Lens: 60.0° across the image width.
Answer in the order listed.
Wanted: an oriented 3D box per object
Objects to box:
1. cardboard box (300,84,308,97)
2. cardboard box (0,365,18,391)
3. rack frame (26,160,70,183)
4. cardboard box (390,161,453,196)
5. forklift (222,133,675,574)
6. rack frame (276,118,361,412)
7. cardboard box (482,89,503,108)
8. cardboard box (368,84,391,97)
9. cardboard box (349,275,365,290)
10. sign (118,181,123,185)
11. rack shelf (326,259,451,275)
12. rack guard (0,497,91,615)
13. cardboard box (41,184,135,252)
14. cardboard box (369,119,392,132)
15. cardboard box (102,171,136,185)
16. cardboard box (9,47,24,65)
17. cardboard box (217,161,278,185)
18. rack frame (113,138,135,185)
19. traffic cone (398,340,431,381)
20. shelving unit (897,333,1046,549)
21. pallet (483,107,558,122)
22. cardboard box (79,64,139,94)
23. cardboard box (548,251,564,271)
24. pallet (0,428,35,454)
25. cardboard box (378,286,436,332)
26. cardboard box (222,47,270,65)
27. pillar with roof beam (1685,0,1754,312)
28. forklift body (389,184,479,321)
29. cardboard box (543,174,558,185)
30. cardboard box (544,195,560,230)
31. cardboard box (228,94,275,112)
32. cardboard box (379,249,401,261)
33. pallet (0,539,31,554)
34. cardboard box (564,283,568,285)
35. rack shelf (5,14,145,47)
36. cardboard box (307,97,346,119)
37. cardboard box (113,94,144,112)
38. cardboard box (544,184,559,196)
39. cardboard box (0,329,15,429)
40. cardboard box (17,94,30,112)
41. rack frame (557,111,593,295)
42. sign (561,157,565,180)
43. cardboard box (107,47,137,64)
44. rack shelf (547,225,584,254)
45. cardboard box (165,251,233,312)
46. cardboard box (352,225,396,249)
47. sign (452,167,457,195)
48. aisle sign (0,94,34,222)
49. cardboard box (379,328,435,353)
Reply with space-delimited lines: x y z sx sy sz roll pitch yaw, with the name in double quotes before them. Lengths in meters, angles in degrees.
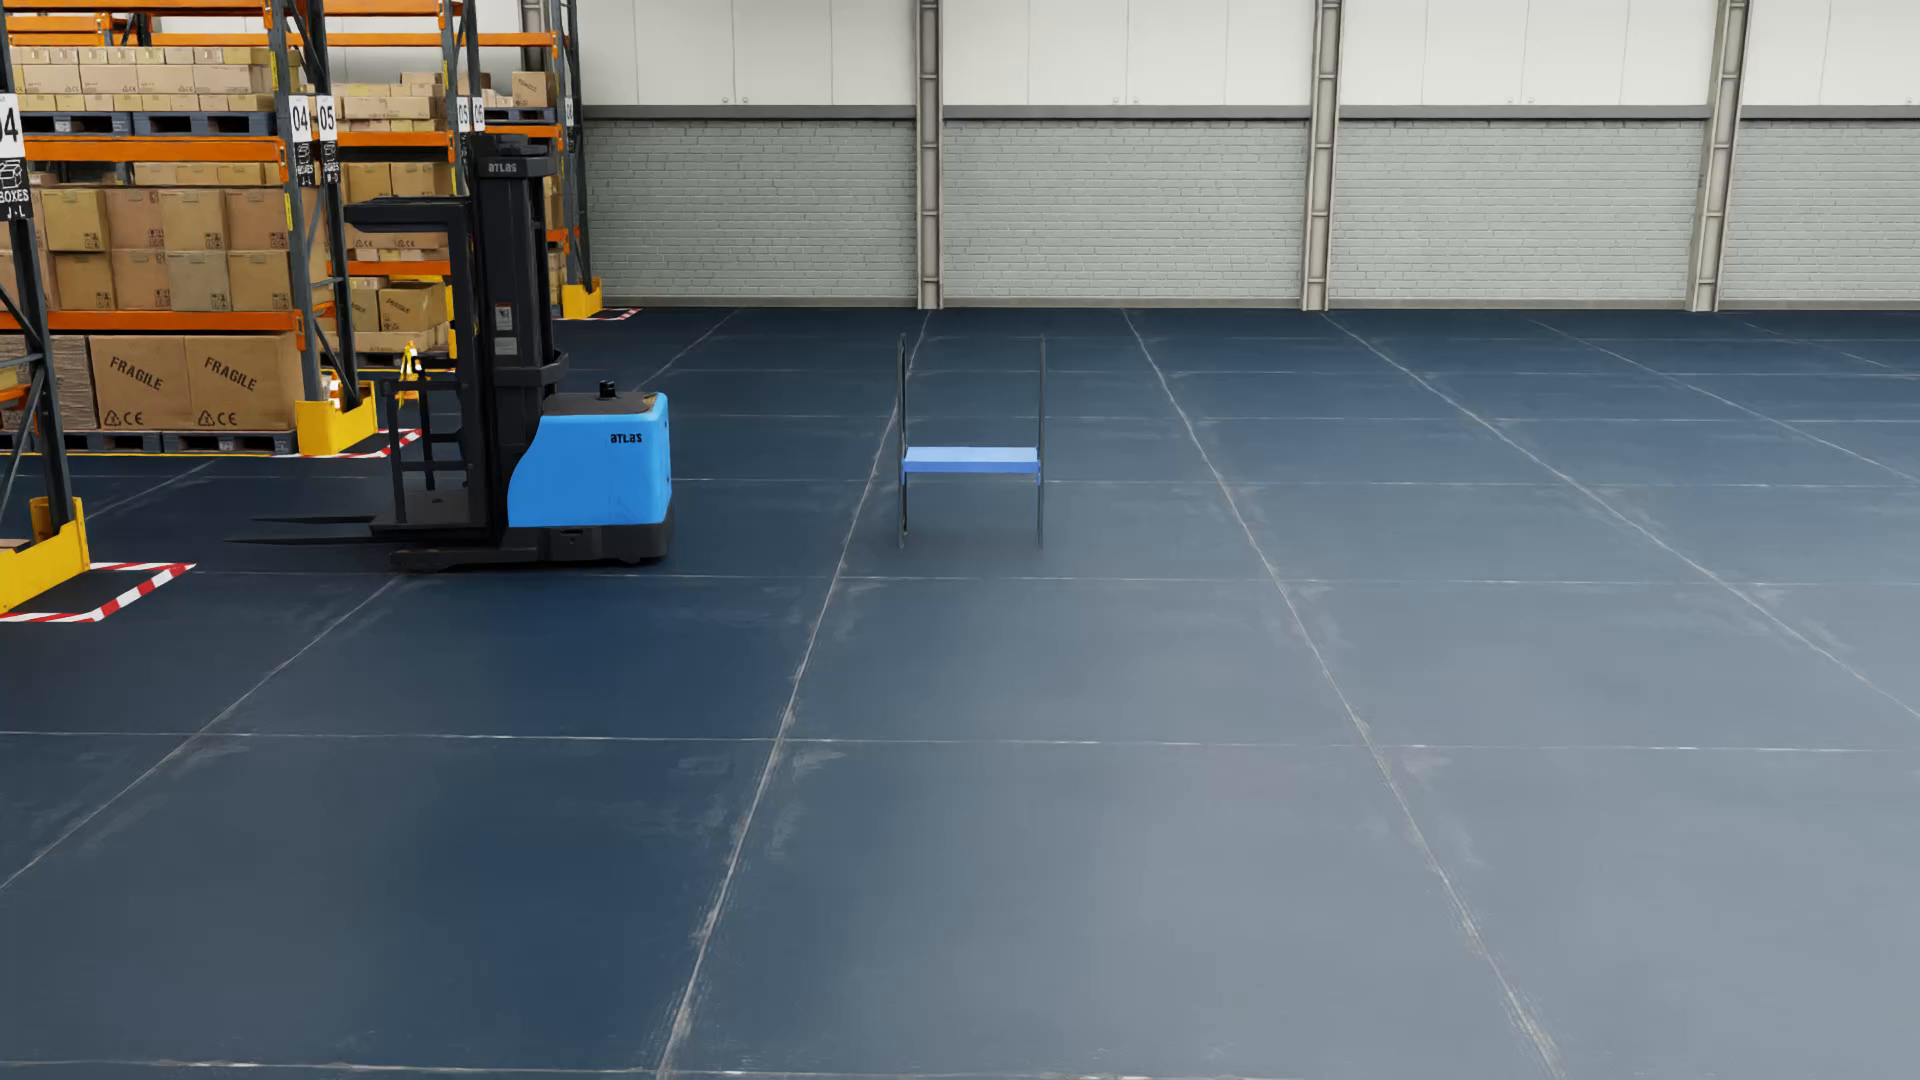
"cardboard box" -7.790 -5.284 19.538 0.250 0.149 0.380 1 15 3
"cardboard box" -6.442 -1.055 10.953 0.250 0.149 0.380 0 15 1
"rack frame" -13.785 -4.959 25.258 0.127 3.000 1.000 0 15 1
"cardboard box" -6.427 -4.265 19.885 0.500 0.500 0.700 0 15 0
"forklift" -3.612 -1.323 11.608 3.031 2.935 1.130 -1 15 -6
"rack frame" -5.936 -2.378 15.475 0.127 3.000 1.000 0 15 1
"cardboard box" -6.877 -6.474 24.361 0.258 0.266 0.396 0 15 2
"cardboard box" -6.768 -5.291 19.565 0.250 0.149 0.380 0 15 1
"cardboard box" -7.338 -3.118 20.102 0.250 0.149 0.380 1 15 2
"sign" -9.920 -4.086 19.677 0.005 0.325 0.100 0 15 1
"rack shelf" -7.910 -3.307 20.403 4.000 0.370 1.077 0 15 1
"rack guard" -6.240 0.094 11.004 0.348 0.500 1.175 0 15 1
"cardboard box" -7.947 -2.974 15.322 0.500 0.550 0.875 0 15 1
"cardboard box" -6.789 -4.905 19.664 0.250 0.149 0.380 1 15 3
"cardboard box" -10.370 -4.470 20.527 0.250 0.149 0.380 0 15 1
"cardboard box" -8.307 -4.273 14.687 0.250 0.149 0.380 0 15 1
"cardboard box" -8.463 -4.266 19.890 0.500 0.500 0.700 0 15 0
"rack frame" -9.909 -3.667 20.361 0.127 3.000 1.000 0 15 1
"traffic cone" -6.373 -2.089 19.349 0.334 0.463 0.336 0 15 1
"shelving unit" 0.085 -0.725 12.147 1.048 1.500 0.538 0 15 1
"pallet" -6.494 -6.326 24.731 1.213 0.211 1.003 0 15 1
"cardboard box" -7.434 -4.090 14.776 0.500 0.250 0.500 0 15 1
"cardboard box" -6.256 -4.188 24.940 0.500 0.250 0.500 1 15 3
"pallet" -9.176 -1.031 15.835 1.213 0.211 1.003 0 15 1
"cardboard box" -6.718 -2.816 20.231 0.500 0.500 0.500 0 15 2
"cardboard box" -6.281 -4.260 14.637 0.250 0.149 0.380 1 15 2
"pillar with roof beam" 11.424 -6.827 20.577 0.400 9.000 9.100 0 15 1
"forklift body" -7.730 -4.044 23.452 1.214 2.155 2.313 0 15 1
"cardboard box" -6.151 -5.362 24.732 0.250 0.149 0.380 0 15 2
"cardboard box" -6.286 -4.892 24.806 0.500 0.500 0.500 0 15 0
"cardboard box" -6.277 -3.874 14.739 0.250 0.149 0.380 0 15 1
"cardboard box" -6.802 -3.448 20.023 0.250 0.149 0.380 0 15 0
"pallet" -7.051 0.219 11.095 1.213 0.211 1.003 0 15 1
"cardboard box" -6.273 -3.834 25.558 0.500 0.250 0.500 0 15 2
"rack shelf" -11.908 -6.040 19.788 4.000 0.370 1.077 0 15 1
"cardboard box" -7.450 -5.103 19.635 0.500 0.250 0.500 1 15 3
"cardboard box" -7.295 -3.881 14.764 0.250 0.149 0.380 0 15 1
"cardboard box" -6.141 -5.200 24.702 0.250 0.149 0.380 1 15 2
"cardboard box" -9.308 -1.558 15.708 0.875 0.875 0.875 1 15 2
"cardboard box" -8.306 -3.888 14.790 0.250 0.149 0.380 0 15 1
"rack frame" -5.787 -4.907 25.060 0.127 3.000 1.000 0 15 1
"sign" -5.815 -5.443 24.358 0.005 0.325 0.100 0 15 1
"cardboard box" -7.296 -4.267 14.663 0.250 0.149 0.380 0 15 2
"rack shelf" -7.787 -4.572 25.201 4.000 0.370 1.077 0 15 1
"cardboard box" -6.858 -2.440 15.414 0.550 0.550 0.875 0 15 1
"cardboard box" -6.960 -3.771 19.975 0.500 0.500 0.500 0 15 2
"sign" -5.945 -4.213 19.538 0.005 0.325 0.100 0 15 1
"aisle sign" -6.094 -2.447 10.640 0.004 0.787 0.394 0 15 1
"cardboard box" -6.749 -2.452 20.320 0.500 0.250 0.500 0 15 1
